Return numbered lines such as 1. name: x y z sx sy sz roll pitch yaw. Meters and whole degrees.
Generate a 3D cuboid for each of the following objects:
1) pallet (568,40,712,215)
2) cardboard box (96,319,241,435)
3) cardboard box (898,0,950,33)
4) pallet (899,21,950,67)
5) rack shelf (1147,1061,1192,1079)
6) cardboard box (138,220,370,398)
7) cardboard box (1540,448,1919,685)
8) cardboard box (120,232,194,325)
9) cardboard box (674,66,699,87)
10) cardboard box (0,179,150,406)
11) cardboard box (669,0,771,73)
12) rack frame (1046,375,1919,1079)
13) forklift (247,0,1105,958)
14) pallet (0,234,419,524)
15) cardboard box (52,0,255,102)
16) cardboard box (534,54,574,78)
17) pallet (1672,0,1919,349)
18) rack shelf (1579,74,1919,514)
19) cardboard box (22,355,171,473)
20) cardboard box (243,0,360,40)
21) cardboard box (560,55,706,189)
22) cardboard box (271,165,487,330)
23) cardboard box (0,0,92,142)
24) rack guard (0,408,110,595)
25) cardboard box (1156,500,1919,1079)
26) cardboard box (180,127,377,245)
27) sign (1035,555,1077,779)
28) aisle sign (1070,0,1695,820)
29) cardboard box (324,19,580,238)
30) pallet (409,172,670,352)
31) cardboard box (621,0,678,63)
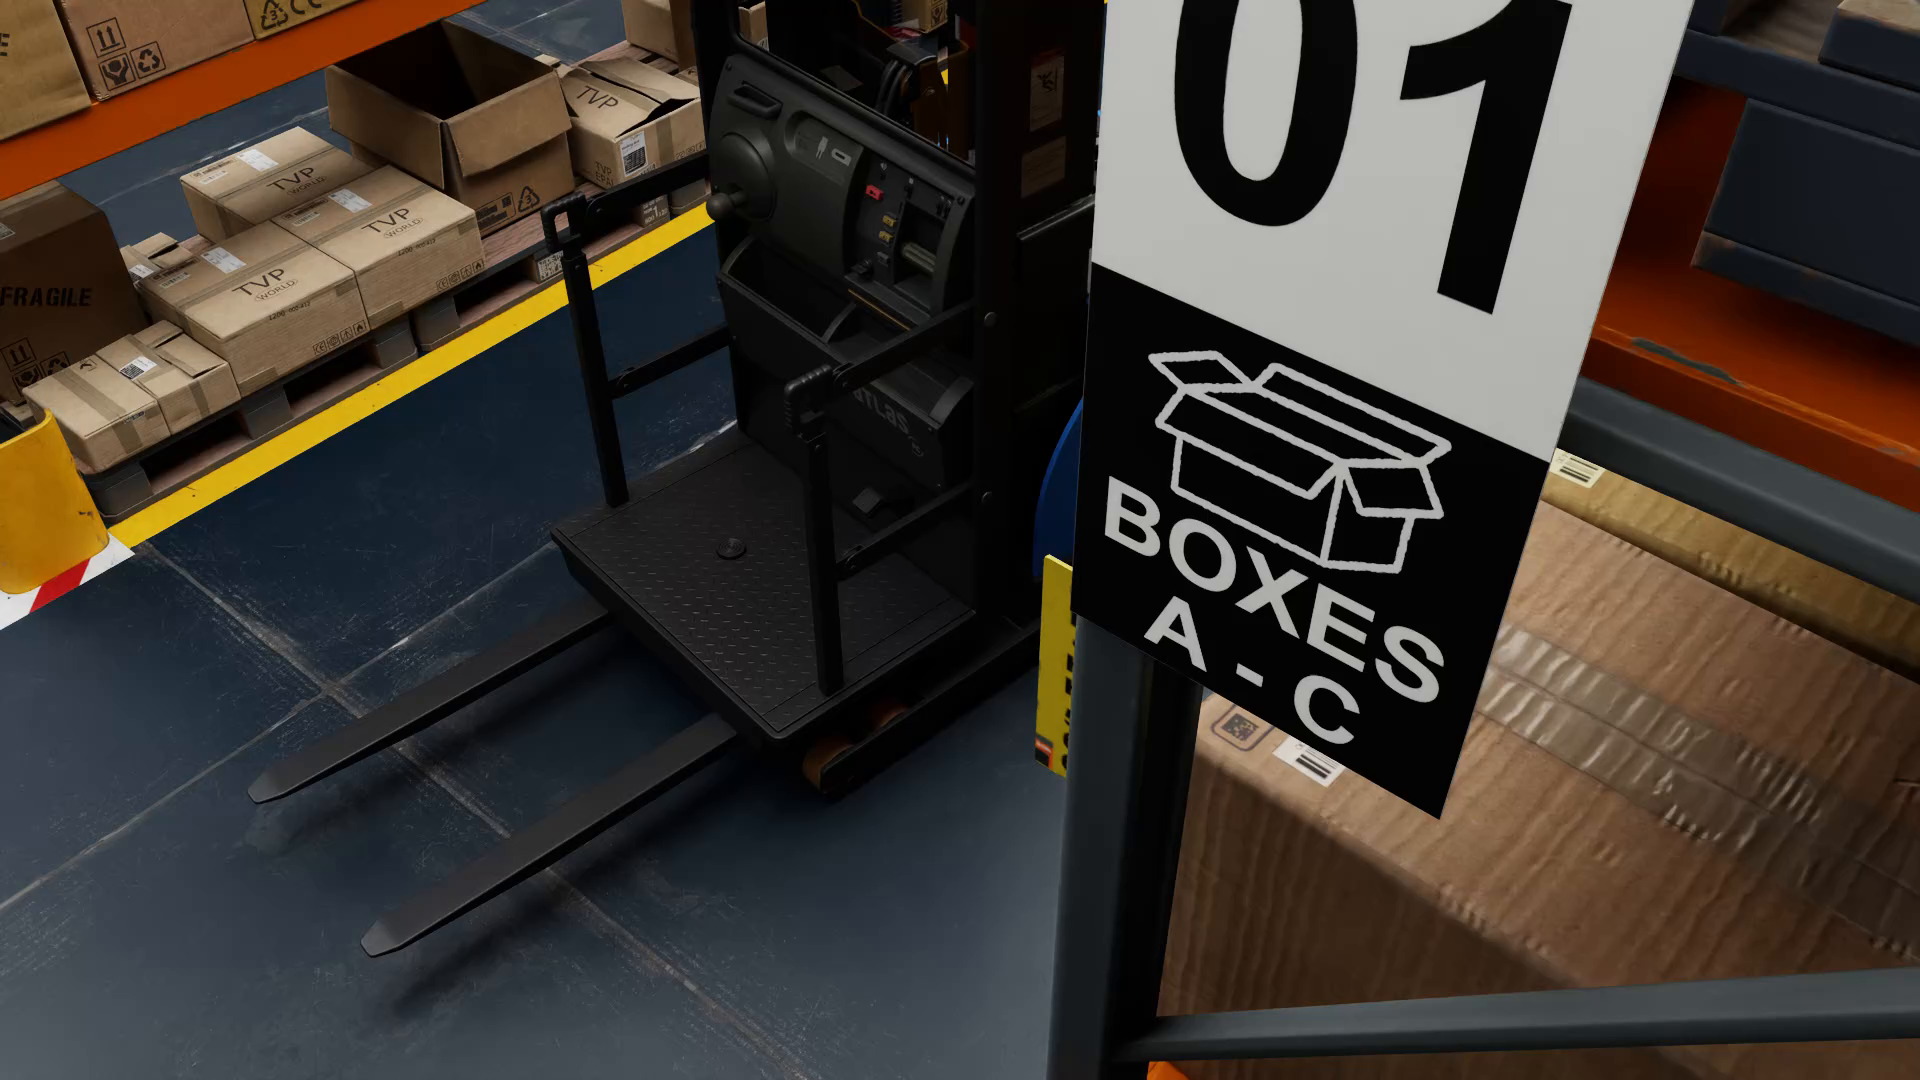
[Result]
1. pallet: -1.129 -1.902 7.185 1.003 0.211 1.213 29 50 28
2. cardboard box: -2.567 -0.538 5.391 0.380 0.166 0.250 29 50 28
3. cardboard box: -0.189 -2.669 7.487 0.500 0.500 0.500 27 49 27
4. pallet: -0.192 -2.691 8.053 1.003 0.211 1.213 29 50 28
5. rack shelf: 1.820 0.151 3.389 1.077 0.370 4.000 29 50 28
6. cardboard box: -2.372 -0.788 5.604 0.500 0.250 0.500 29 50 28
7. cardboard box: 1.314 0.158 2.624 0.980 0.700 0.700 29 50 28
8. cardboard box: -2.770 -0.898 5.787 0.380 0.166 0.250 29 50 28
9. cardboard box: -1.031 -1.760 6.748 0.380 0.149 0.250 29 50 28
10. cardboard box: -3.099 -0.852 5.489 0.500 0.500 0.500 29 50 28
11. cardboard box: -0.836 -2.109 6.871 0.500 0.500 0.500 29 50 28
12. rack frame: 0.533 0.915 2.014 1.000 3.000 0.127 29 50 28
13. forklift: -0.467 -0.801 3.952 3.031 2.935 1.130 -31 51 -30
14. pallet: -2.699 -0.646 5.804 1.003 0.211 1.213 29 50 28
15. cardboard box: -2.445 -1.647 4.757 0.500 0.500 0.500 29 50 28
16. cardboard box: -1.671 -1.830 6.812 0.380 0.166 0.250 29 50 28
17. pallet: 1.003 -0.548 1.460 1.003 0.211 1.213 29 50 28
18. rack shelf: 1.820 -0.958 2.379 1.077 0.370 4.000 29 50 28
19. cardboard box: -2.728 -0.403 5.255 0.380 0.149 0.250 29 50 28
20. cardboard box: -2.120 -1.904 5.040 0.500 0.500 0.500 29 50 28
21. cardboard box: -1.319 -1.653 6.510 0.500 0.311 0.500 29 50 28
22. cardboard box: -2.050 -1.045 5.887 0.500 0.250 0.500 29 50 28
23. cardboard box: -2.773 -1.379 4.463 0.500 0.500 0.500 31 50 29
24. rack guard: -3.212 -0.342 5.254 1.175 0.500 0.348 29 50 28
25. cardboard box: 0.854 0.537 2.207 0.980 0.700 0.700 32 51 30
26. cardboard box: -2.465 -1.236 6.096 0.500 0.250 0.500 29 50 28
27. sign: 0.127 0.157 1.811 0.100 0.325 0.005 29 50 28
28. aisle sign: 0.257 -0.140 1.241 0.394 0.787 0.004 29 50 28
29. cardboard box: -1.891 -1.557 6.261 0.797 0.503 0.637 29 50 28
30. pallet: -1.914 -1.271 6.491 1.003 0.211 1.213 29 50 28
31. cardboard box: -1.122 -2.333 7.258 0.500 0.311 0.500 29 50 28
